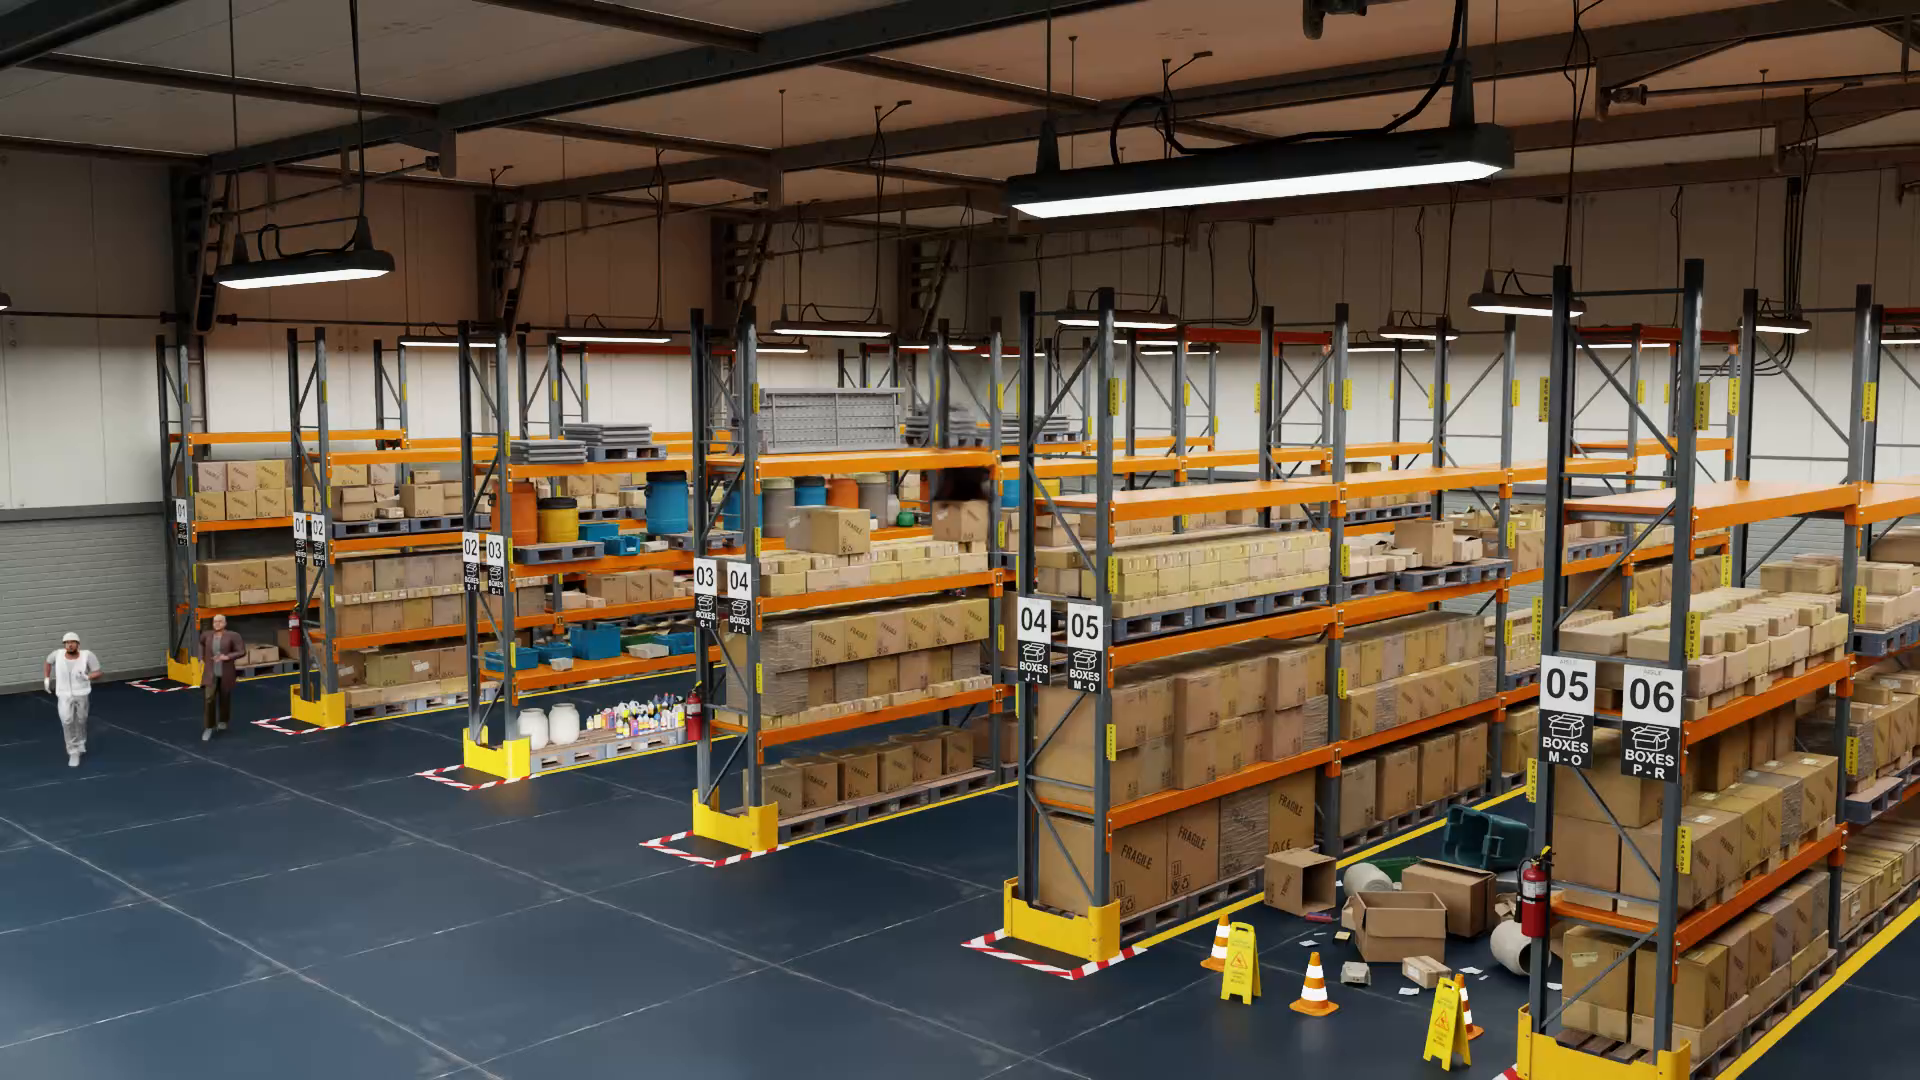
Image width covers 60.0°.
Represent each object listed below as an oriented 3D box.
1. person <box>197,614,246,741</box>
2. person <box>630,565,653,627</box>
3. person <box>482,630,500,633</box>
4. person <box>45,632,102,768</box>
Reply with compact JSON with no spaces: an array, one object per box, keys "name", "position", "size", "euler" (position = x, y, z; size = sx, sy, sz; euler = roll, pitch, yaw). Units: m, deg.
[{"name":"person","position":[-10.851,2.014,24.465],"size":[0.702,1.793,0.783],"euler":[-1,6,-15]},{"name":"person","position":[-6.317,1.204,33.032],"size":[0.714,1.731,0.791],"euler":[3,6,30]},{"name":"person","position":[-8.255,1.621,29.299],"size":[0.648,1.651,0.664],"euler":[5,7,40]},{"name":"person","position":[-12.136,2.149,22.784],"size":[0.712,1.825,0.903],"euler":[-2,6,-23]}]
